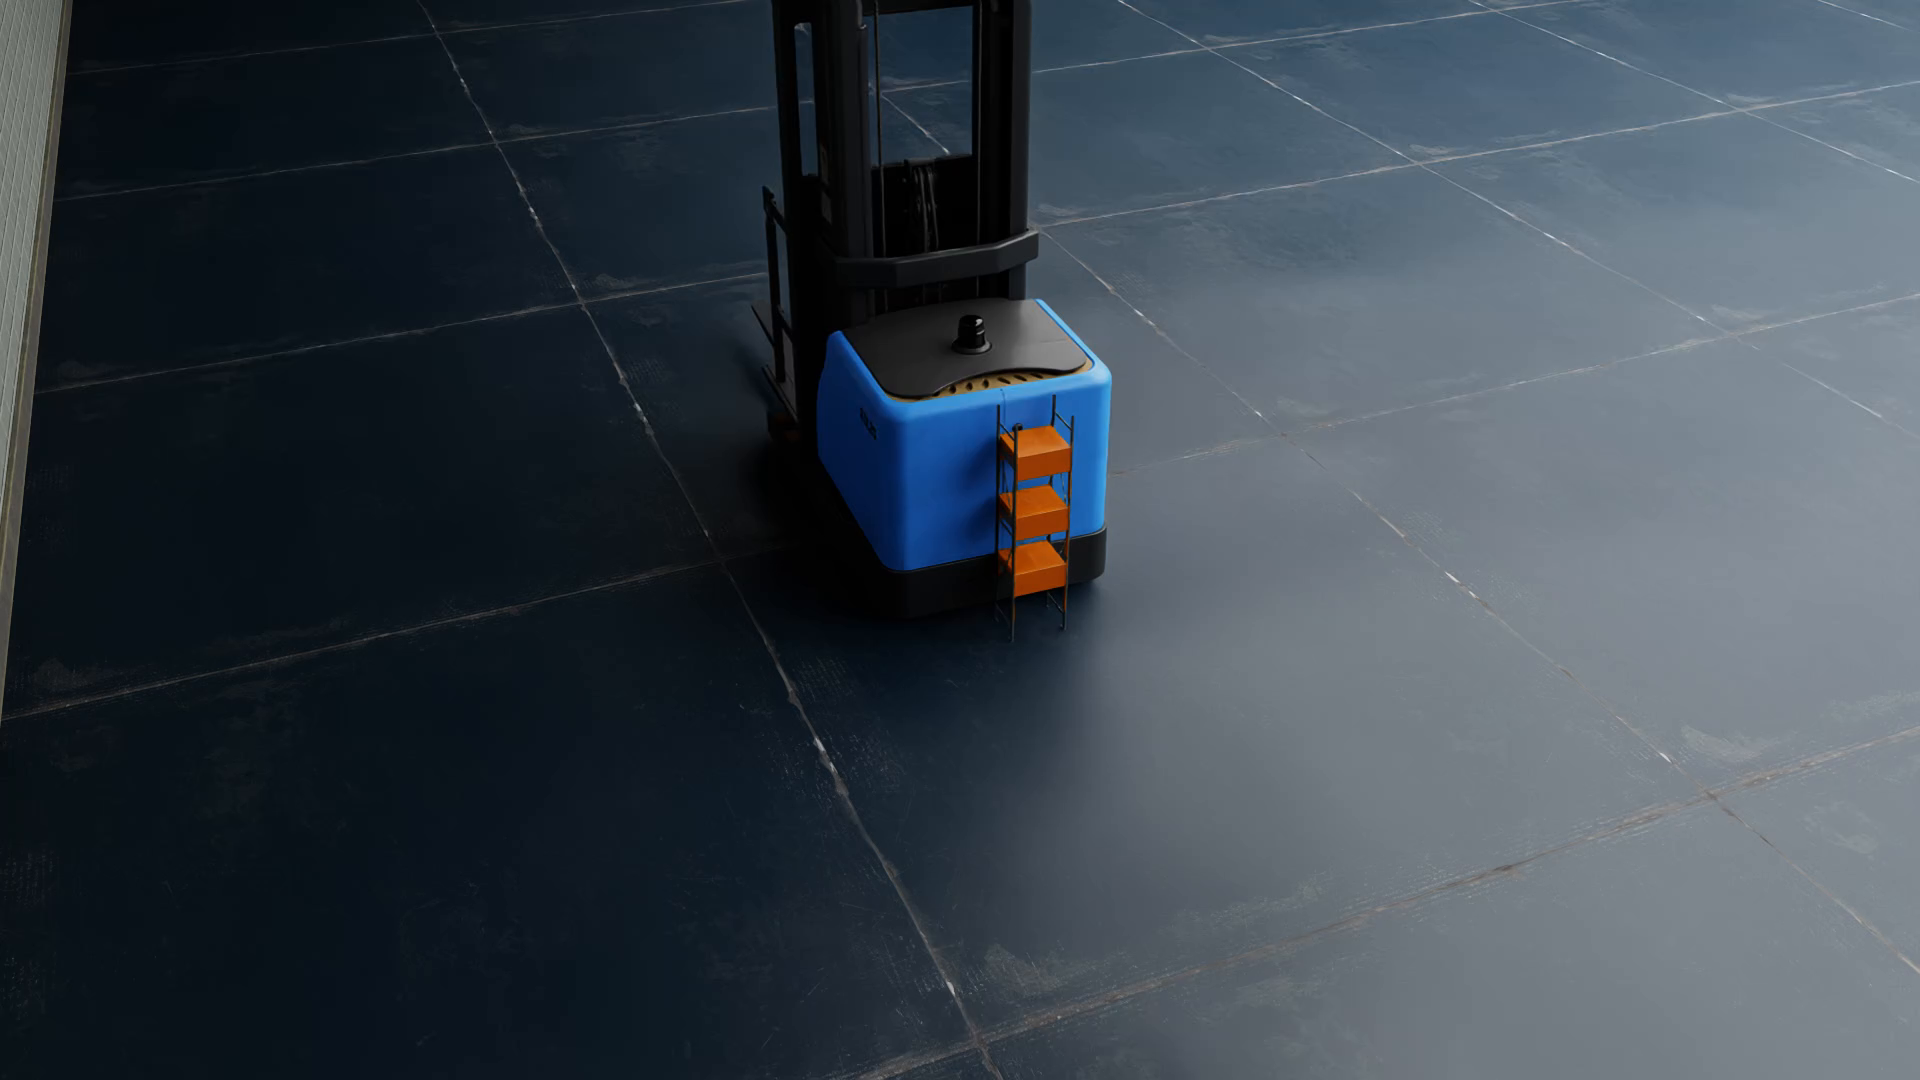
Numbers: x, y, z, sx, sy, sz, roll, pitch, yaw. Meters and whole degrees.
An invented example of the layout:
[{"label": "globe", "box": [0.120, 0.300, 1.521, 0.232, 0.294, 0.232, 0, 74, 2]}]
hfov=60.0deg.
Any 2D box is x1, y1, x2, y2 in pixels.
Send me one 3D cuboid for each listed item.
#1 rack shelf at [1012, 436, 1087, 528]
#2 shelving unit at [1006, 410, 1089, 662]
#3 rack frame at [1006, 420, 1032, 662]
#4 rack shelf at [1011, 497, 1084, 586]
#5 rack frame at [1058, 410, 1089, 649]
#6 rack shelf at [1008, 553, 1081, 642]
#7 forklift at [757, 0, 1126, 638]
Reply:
[{"label": "rack shelf", "box": [0.350, -0.233, 6.644, 0.240, 0.259, 0.215, -12, 35, -18]}, {"label": "shelving unit", "box": [0.350, -0.004, 6.793, 0.252, 1.050, 0.215, -12, 35, -18]}, {"label": "rack frame", "box": [0.236, 0.020, 6.757, 0.008, 1.050, 0.200, -12, 35, -18]}, {"label": "rack shelf", "box": [0.350, 0.005, 6.799, 0.240, 0.259, 0.215, -12, 35, -18]}, {"label": "rack frame", "box": [0.464, -0.028, 6.830, 0.008, 1.050, 0.200, -12, 35, -18]}, {"label": "rack shelf", "box": [0.350, 0.238, 6.951, 0.240, 0.259, 0.215, -12, 35, -18]}, {"label": "forklift", "box": [-0.291, -1.614, 7.543, 1.130, 2.935, 3.031, -11, 35, -17]}]
